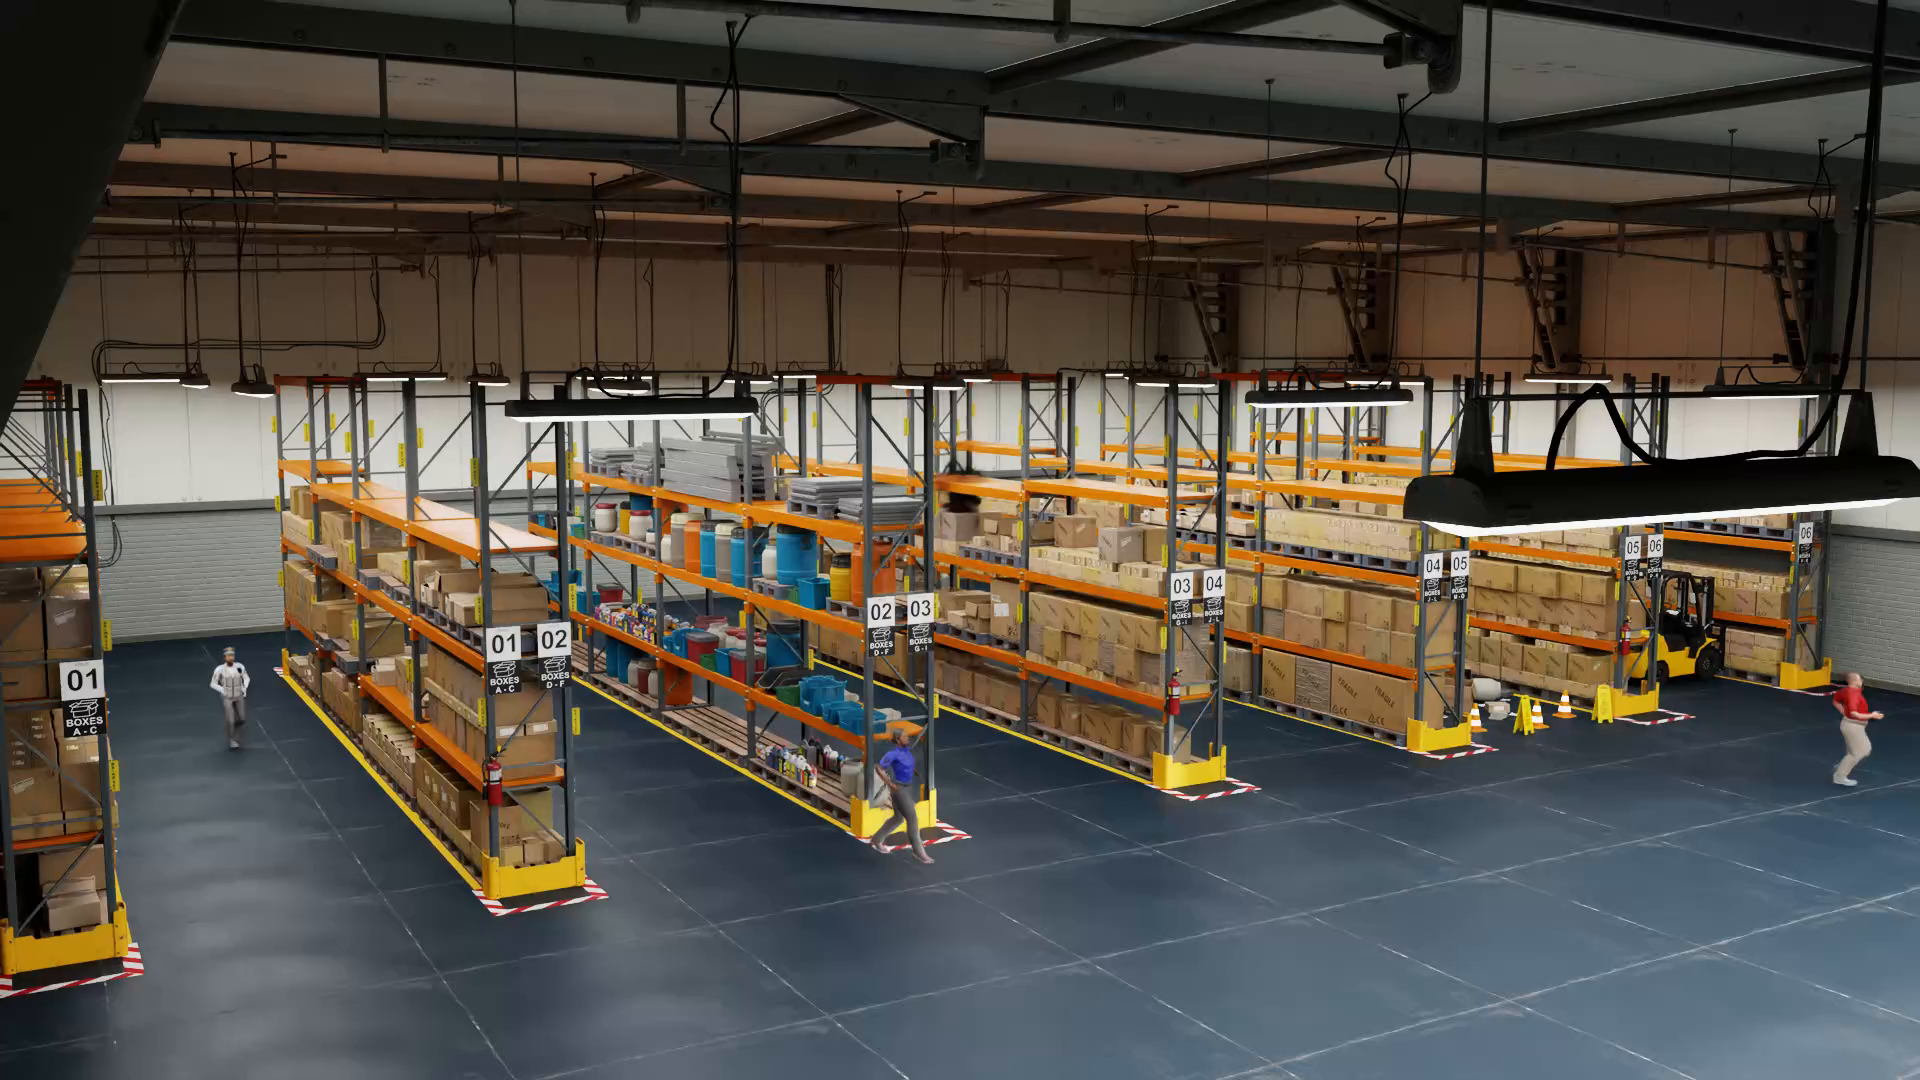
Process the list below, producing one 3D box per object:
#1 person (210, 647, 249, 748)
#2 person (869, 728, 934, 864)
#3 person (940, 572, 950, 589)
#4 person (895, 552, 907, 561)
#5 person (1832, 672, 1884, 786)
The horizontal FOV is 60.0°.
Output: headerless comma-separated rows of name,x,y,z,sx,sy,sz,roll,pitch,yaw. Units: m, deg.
person,-11.845,2.551,27.060,0.611,1.649,0.569,-5,8,-36
person,-0.720,3.216,21.047,0.850,1.679,0.621,1,6,12
person,-0.343,0.862,42.269,0.513,1.677,0.749,0,6,0
person,-1.488,1.040,40.301,0.727,1.759,0.881,1,6,5
person,13.272,2.836,24.589,0.621,1.640,0.648,2,7,18
